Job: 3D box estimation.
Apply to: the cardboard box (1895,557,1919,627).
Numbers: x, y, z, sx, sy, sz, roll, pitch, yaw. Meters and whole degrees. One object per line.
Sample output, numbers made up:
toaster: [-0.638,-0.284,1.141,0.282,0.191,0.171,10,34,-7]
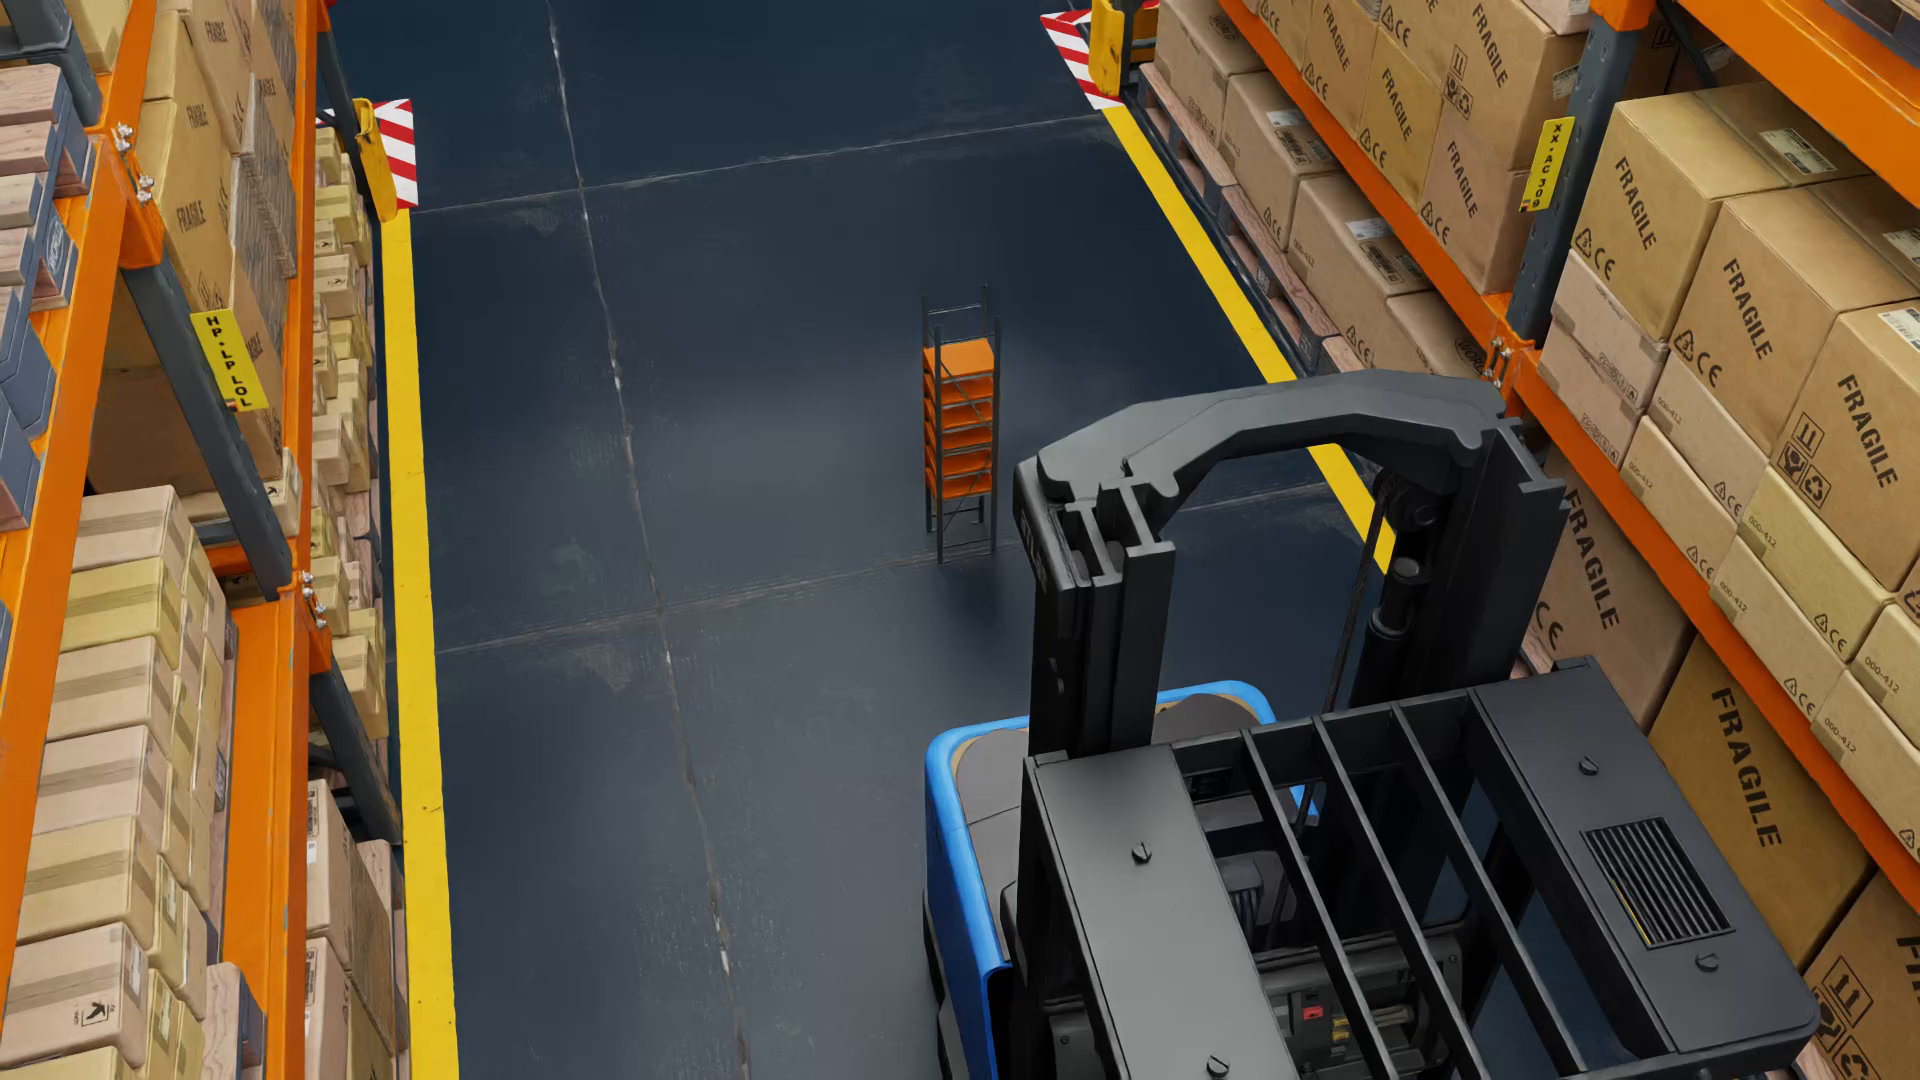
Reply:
cardboard box: [2.598,0.096,3.786,0.500,0.500,0.500,-11,47,-11]

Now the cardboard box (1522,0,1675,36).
cardboard box: [1.955,-1.691,5.083,0.380,0.149,0.250,-12,47,-11]

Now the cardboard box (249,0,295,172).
cardboard box: [-2.694,-1.536,5.877,0.500,0.500,0.500,-9,46,-8]

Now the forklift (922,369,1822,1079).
forklift: [0.705,1.226,3.496,1.130,2.935,3.031,-9,46,-9]

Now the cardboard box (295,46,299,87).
cardboard box: [-2.891,-1.929,6.716,0.380,0.149,0.250,-10,46,-9]

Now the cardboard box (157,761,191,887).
cardboard box: [-1.921,0.667,3.669,0.380,0.149,0.250,-12,47,-12]

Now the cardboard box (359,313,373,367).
cardboard box: [-2.755,-0.845,7.180,0.380,0.149,0.250,-13,47,-12]

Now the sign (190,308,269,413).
sign: [-1.882,-0.459,4.289,0.100,0.325,0.005,-11,47,-10]

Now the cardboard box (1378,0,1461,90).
cardboard box: [1.832,-1.937,5.778,0.500,0.500,0.500,-11,47,-11]

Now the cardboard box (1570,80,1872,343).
cardboard box: [2.177,-0.953,4.814,0.500,0.500,0.500,-10,46,-10]

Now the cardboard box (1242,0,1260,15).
cardboard box: [1.433,-2.639,7.166,0.500,0.500,0.500,-11,47,-11]

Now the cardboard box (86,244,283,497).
cardboard box: [-2.300,-0.477,4.839,0.500,0.500,0.500,-11,47,-11]

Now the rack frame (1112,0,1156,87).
rack frame: [1.318,-3.686,8.262,1.000,3.000,0.127,-11,47,-10]

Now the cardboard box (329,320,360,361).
cardboard box: [-2.703,-0.758,6.887,0.380,0.149,0.250,-9,46,-8]

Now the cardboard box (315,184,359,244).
cardboard box: [-2.863,-1.410,7.317,0.380,0.149,0.250,-12,47,-11]

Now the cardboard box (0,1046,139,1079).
cardboard box: [-1.723,1.110,3.027,0.380,0.149,0.250,-11,47,-11]

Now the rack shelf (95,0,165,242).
rack shelf: [-2.929,-2.129,5.139,1.077,0.370,4.000,-11,47,-10]

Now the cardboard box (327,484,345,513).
cardboard box: [-2.563,-0.213,6.352,0.380,0.149,0.250,-9,46,-8]

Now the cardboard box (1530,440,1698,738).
cardboard box: [2.578,0.086,5.760,0.875,0.875,0.875,-9,46,-9]

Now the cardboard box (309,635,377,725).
cardboard box: [-2.201,0.488,5.665,0.380,0.149,0.250,-9,46,-8]

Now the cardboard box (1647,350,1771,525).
cardboard box: [2.343,-0.337,4.735,0.500,0.250,0.500,-10,46,-10]

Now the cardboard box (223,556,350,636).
cardboard box: [-2.318,0.216,5.723,0.380,0.149,0.250,-9,46,-8]

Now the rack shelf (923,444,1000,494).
rack shelf: [0.004,-0.295,6.429,0.258,0.103,0.180,-11,47,-10]

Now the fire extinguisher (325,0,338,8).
fire extinguisher: [-3.060,-2.812,7.721,0.296,0.674,0.183,-11,47,-10]

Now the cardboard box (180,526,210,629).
cardboard box: [-2.125,0.126,4.200,0.380,0.149,0.250,-9,46,-9]

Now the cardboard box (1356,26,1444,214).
cardboard box: [1.839,-1.587,6.135,0.500,0.500,0.500,-12,47,-11]

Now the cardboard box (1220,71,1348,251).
cardboard box: [1.826,-1.869,7.981,0.875,0.438,0.875,-10,46,-9]

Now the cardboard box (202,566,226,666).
cardboard box: [-2.124,0.229,4.307,0.380,0.149,0.250,-12,47,-11]

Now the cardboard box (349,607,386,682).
cardboard box: [-2.268,0.407,5.953,0.380,0.149,0.250,-9,46,-9]

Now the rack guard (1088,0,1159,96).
rack guard: [1.312,-2.828,9.171,1.175,0.500,0.348,-11,47,-10]

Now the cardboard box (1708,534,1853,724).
cardboard box: [2.449,0.194,4.565,0.500,0.250,0.500,-11,47,-11]

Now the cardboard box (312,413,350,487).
cardboard box: [-2.506,-0.316,6.245,0.380,0.149,0.250,-10,46,-9]

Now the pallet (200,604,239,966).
pallet: [-2.362,0.672,4.126,1.003,0.211,1.213,-11,47,-10]

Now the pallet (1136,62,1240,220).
pallet: [1.598,-2.172,8.731,1.003,0.211,1.213,-11,47,-10]

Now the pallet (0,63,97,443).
pallet: [-2.362,-0.488,3.159,1.213,0.211,1.003,-11,47,-10]

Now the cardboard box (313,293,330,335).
cardboard box: [-2.775,-0.842,6.761,0.380,0.149,0.250,-12,47,-12]

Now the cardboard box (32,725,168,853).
cardboard box: [-1.924,0.570,3.557,0.380,0.149,0.250,-11,47,-10]

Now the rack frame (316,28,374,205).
rack frame: [-3.441,-2.711,7.307,1.000,3.000,0.127,-11,47,-10]

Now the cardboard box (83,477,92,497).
cardboard box: [-2.814,-0.371,4.735,0.500,0.500,0.500,-11,47,-10]

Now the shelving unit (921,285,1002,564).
shelving unit: [0.004,-0.410,6.312,0.258,1.200,0.189,-11,47,-10]

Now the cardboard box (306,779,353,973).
cardboard box: [-1.982,0.984,4.617,0.500,0.250,0.500,-12,47,-11]

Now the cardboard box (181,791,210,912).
cardboard box: [-1.931,0.754,3.793,0.380,0.149,0.250,-13,47,-12]

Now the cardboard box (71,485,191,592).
cardboard box: [-2.126,0.024,4.091,0.380,0.149,0.250,-9,46,-8]

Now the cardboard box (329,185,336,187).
cardboard box: [-3.015,-1.462,7.576,0.380,0.149,0.250,-12,47,-11]

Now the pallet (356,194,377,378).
pallet: [-3.248,-1.115,7.695,1.003,0.211,1.213,-11,47,-10]

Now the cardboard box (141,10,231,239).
cardboard box: [-2.445,-1.150,4.798,0.500,0.500,0.500,-12,47,-12]

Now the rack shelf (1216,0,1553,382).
rack shelf: [1.830,-2.054,7.166,1.077,0.370,4.000,-11,47,-10]

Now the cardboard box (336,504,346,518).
cardboard box: [-2.598,-0.100,6.450,0.380,0.149,0.250,-13,47,-12]

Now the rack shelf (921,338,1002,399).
rack shelf: [0.004,-0.631,6.086,0.258,0.103,0.180,-11,47,-10]
